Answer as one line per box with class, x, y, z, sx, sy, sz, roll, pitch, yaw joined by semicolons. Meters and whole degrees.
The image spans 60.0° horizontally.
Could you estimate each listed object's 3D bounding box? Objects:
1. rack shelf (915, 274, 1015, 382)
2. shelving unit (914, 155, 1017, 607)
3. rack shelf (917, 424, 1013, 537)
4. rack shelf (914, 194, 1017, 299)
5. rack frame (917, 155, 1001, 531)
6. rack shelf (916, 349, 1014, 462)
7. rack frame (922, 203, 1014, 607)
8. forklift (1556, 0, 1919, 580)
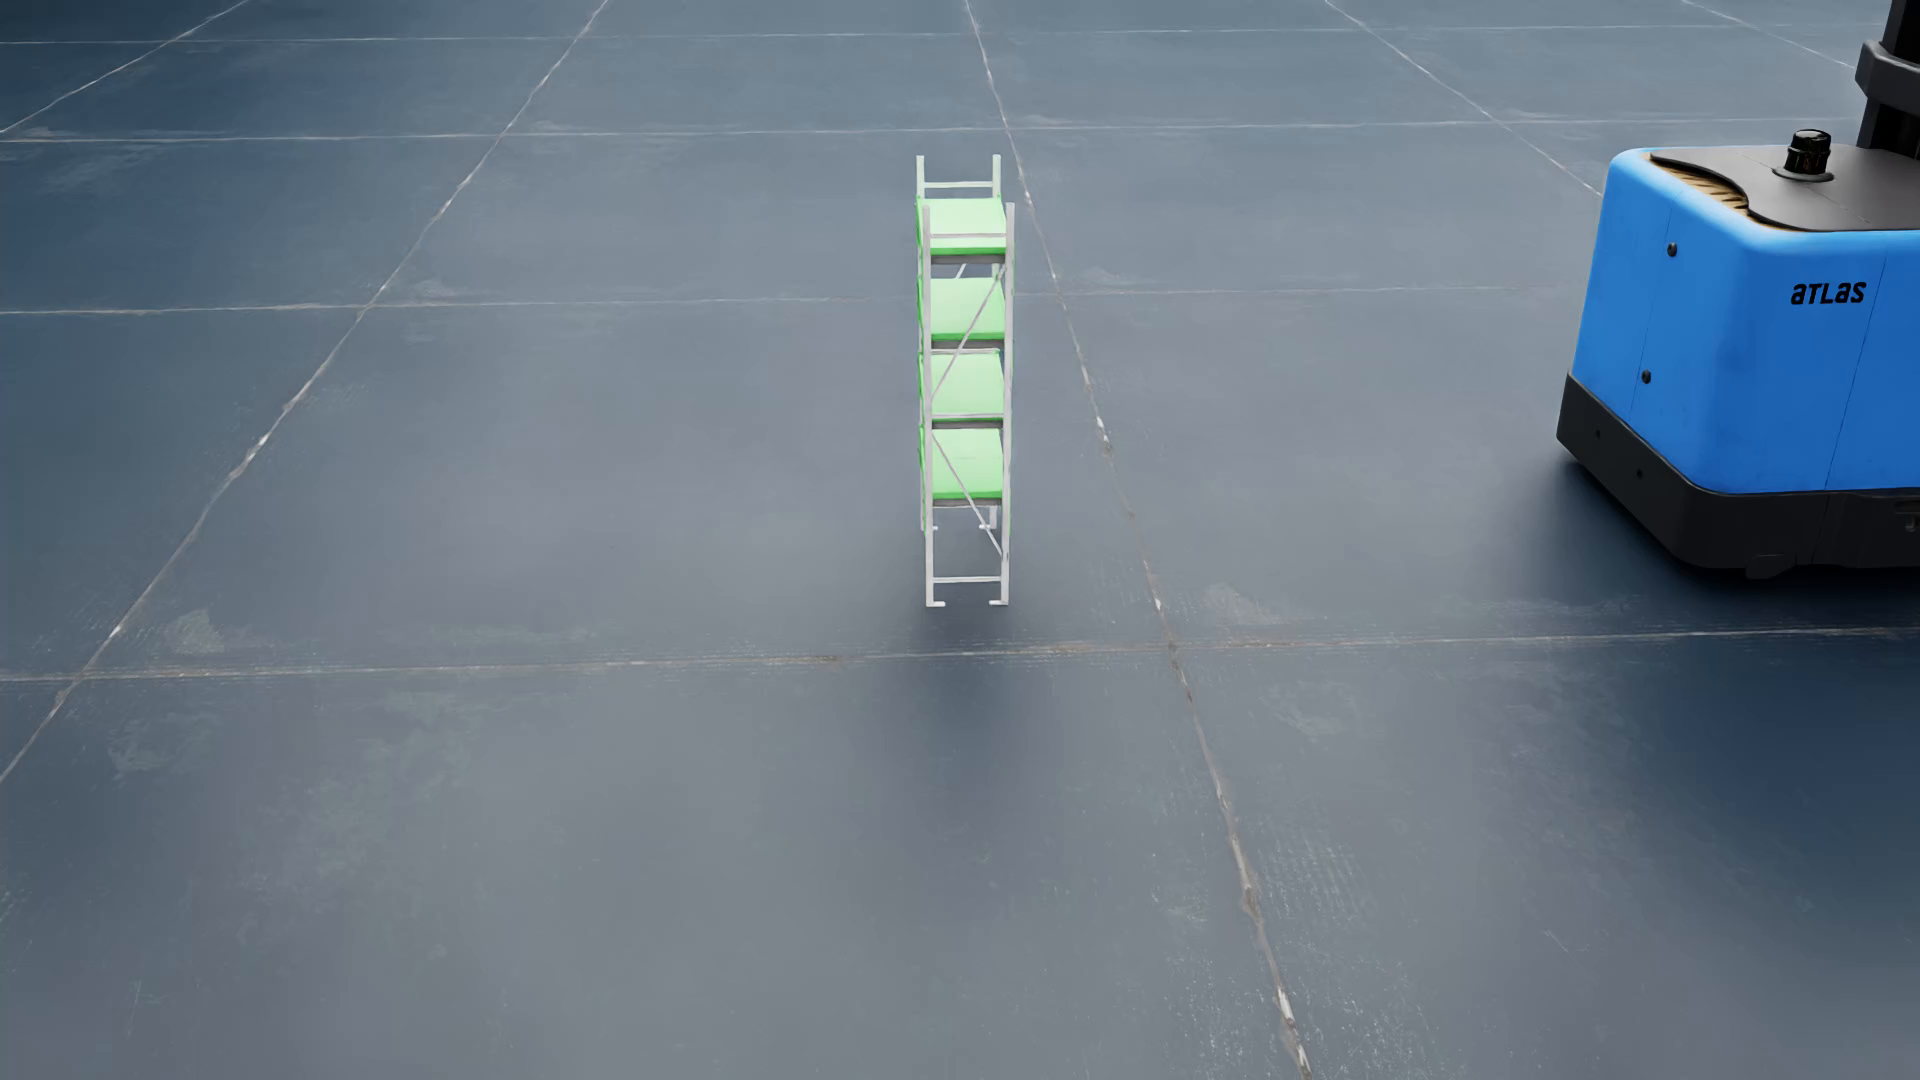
rack shelf;0.009;-0.612;4.745;0.258;0.148;0.480;-1;28;-3
shelving unit;0.009;-0.456;4.826;0.258;1.200;0.503;-1;28;-3
rack shelf;0.009;-0.186;4.967;0.258;0.148;0.480;-1;28;-3
rack shelf;0.009;-0.824;4.634;0.258;0.148;0.480;-1;28;-3
rack frame;-0.004;-0.568;5.042;0.240;1.200;0.015;-1;28;-3
rack shelf;0.009;-0.399;4.856;0.258;0.148;0.480;-1;28;-3
rack frame;0.021;-0.343;4.610;0.240;1.200;0.015;-1;28;-3
forklift;3.616;-1.450;4.860;3.031;2.935;1.130;-2;28;-5
